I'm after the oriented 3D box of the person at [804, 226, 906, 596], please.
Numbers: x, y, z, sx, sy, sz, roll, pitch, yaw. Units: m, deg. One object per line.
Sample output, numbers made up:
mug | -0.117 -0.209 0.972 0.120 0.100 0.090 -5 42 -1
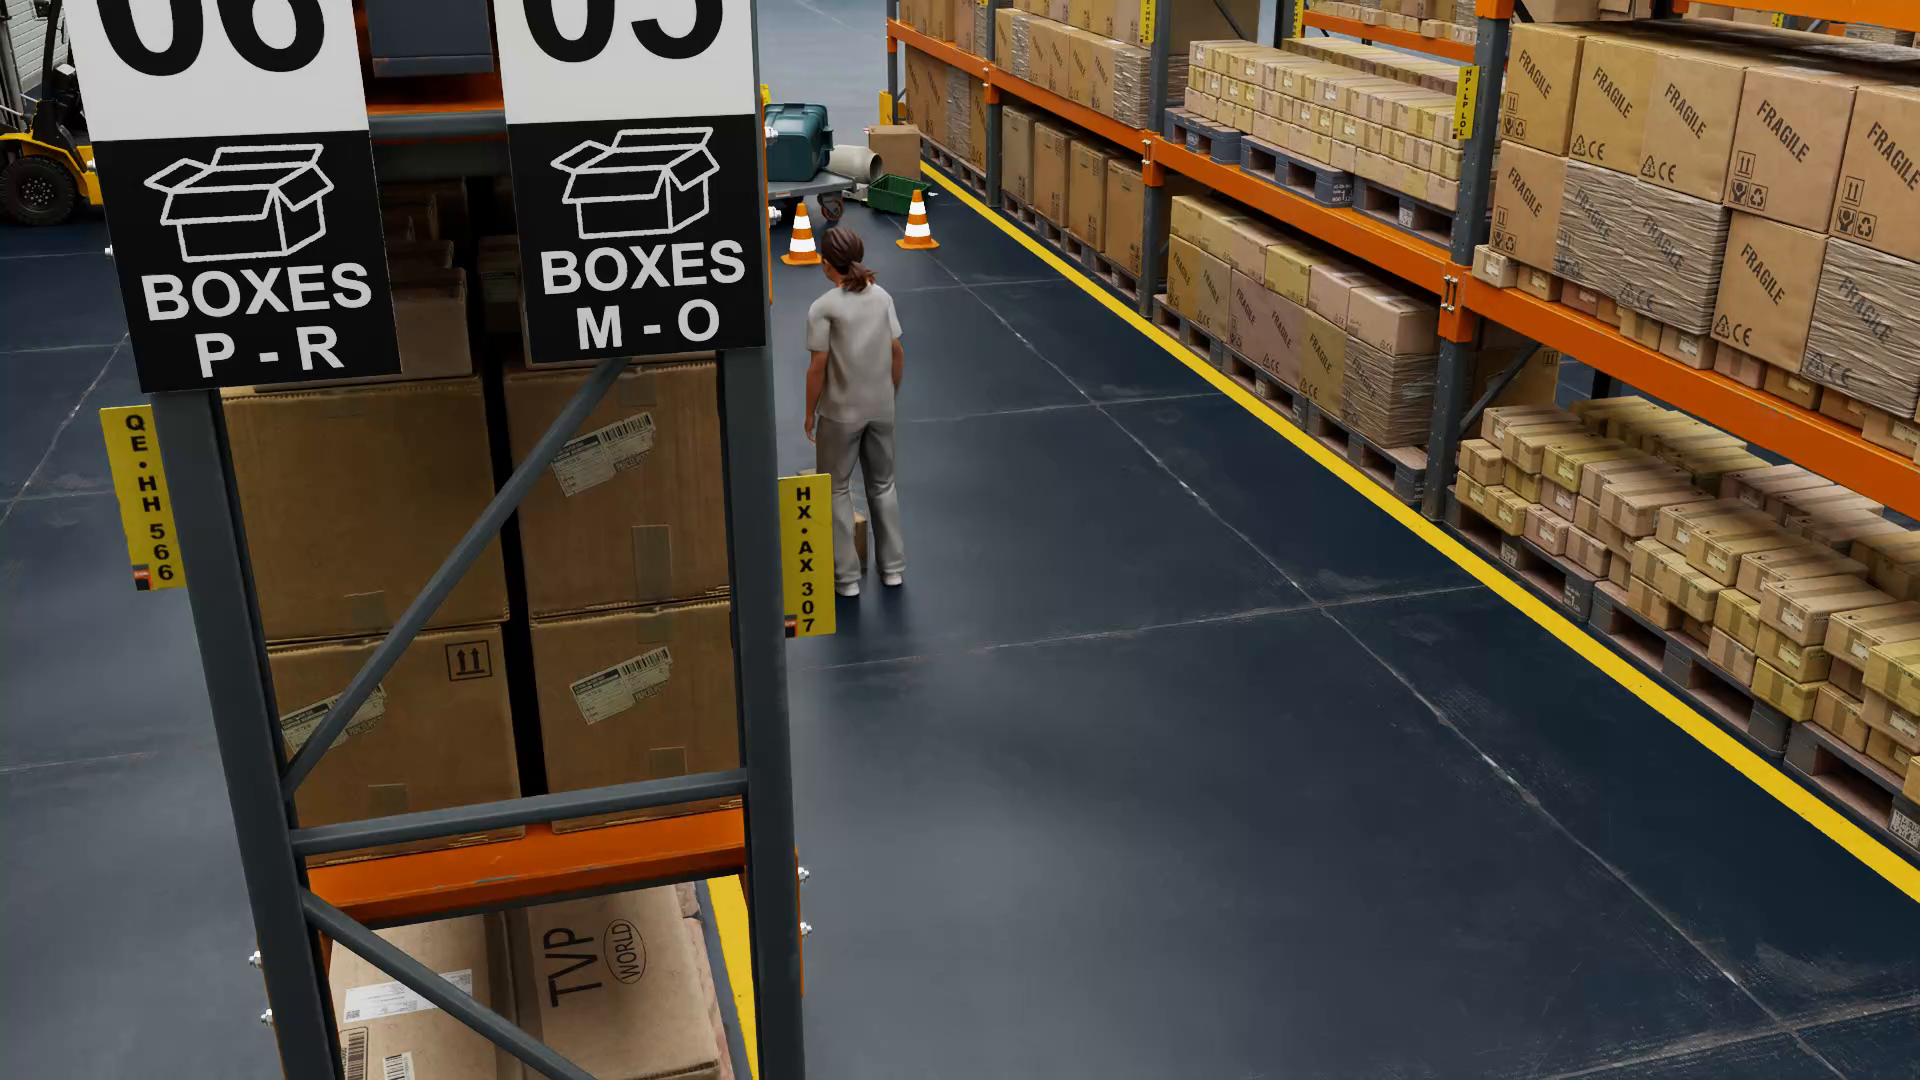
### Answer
person | -0.473 -0.565 7.427 0.488 1.673 0.359 -13 26 -28
